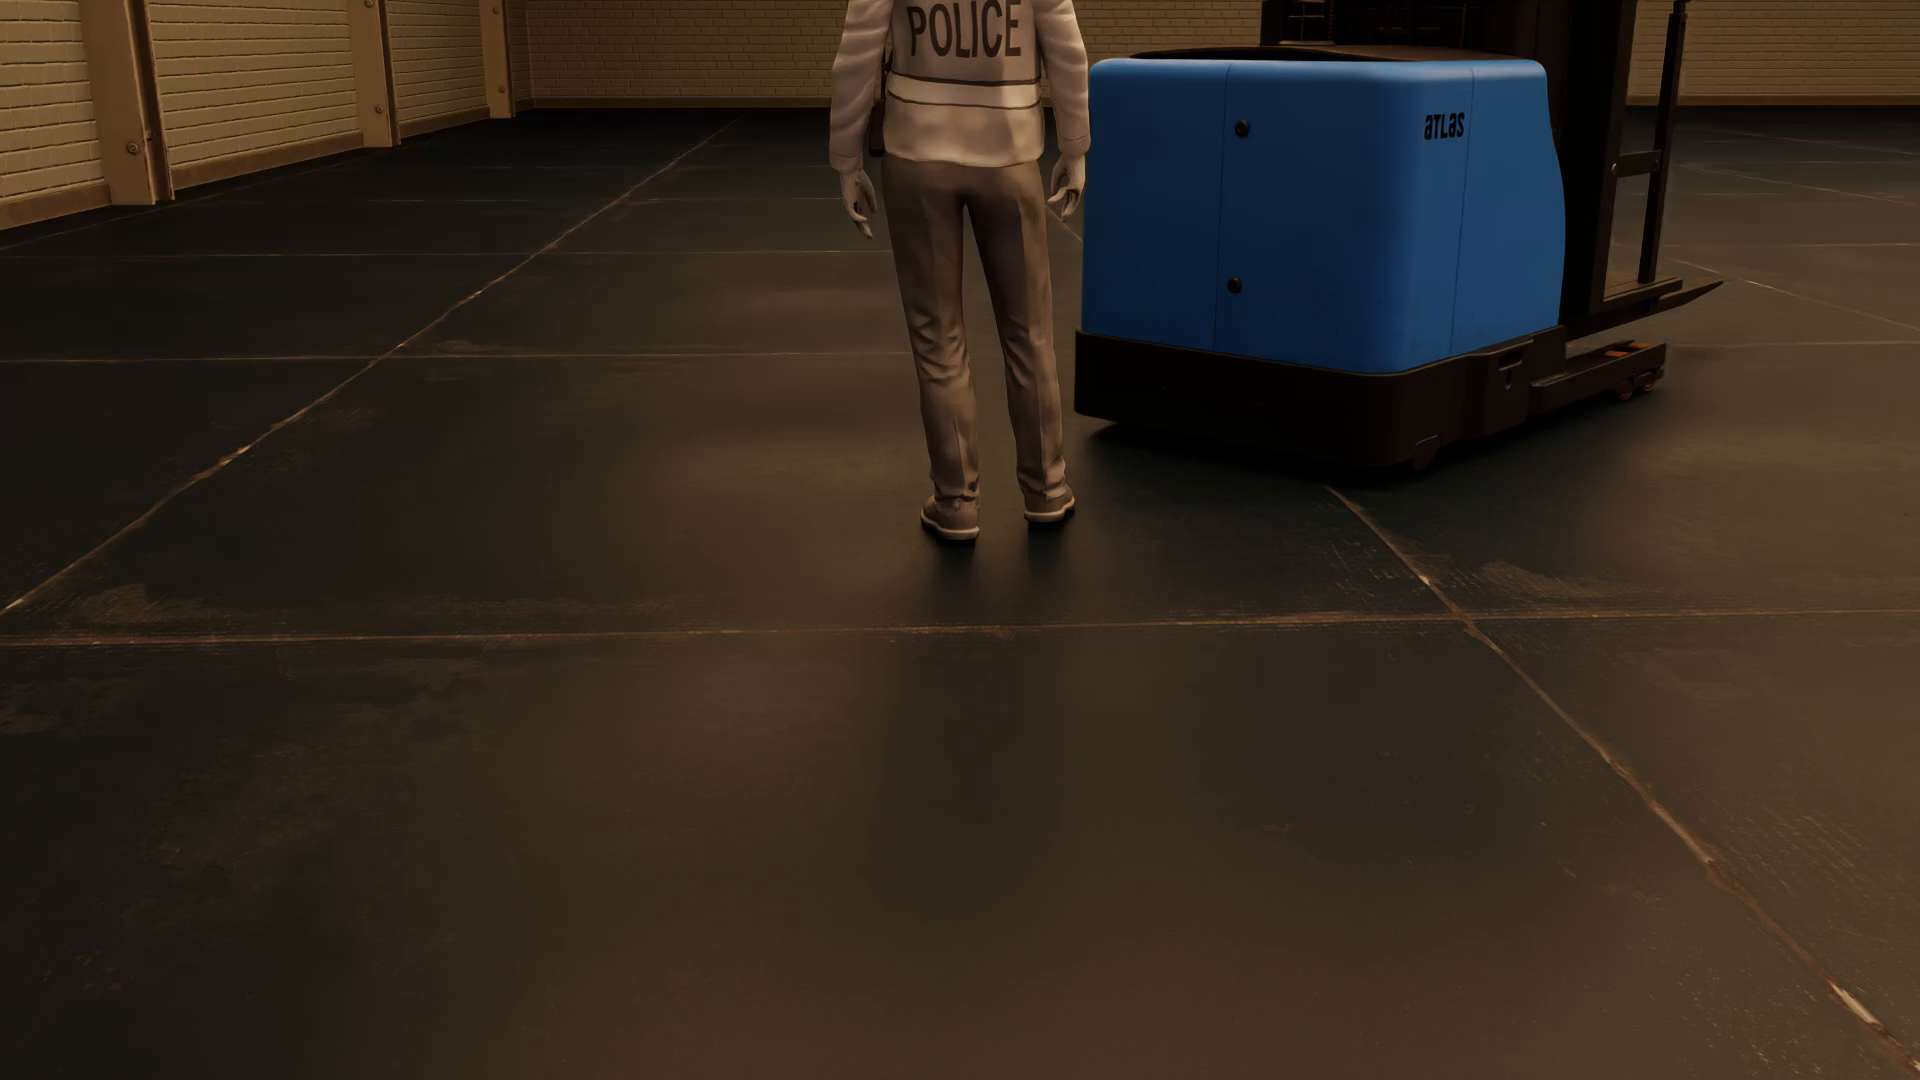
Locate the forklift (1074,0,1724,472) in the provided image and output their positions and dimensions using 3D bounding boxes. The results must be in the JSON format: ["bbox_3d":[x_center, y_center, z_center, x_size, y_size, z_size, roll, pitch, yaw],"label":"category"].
[{"bbox_3d":[1.701,-1.939,5.246,1.130,2.935,3.031,15,22,40],"label":"forklift"}]

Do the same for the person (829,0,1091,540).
[{"bbox_3d":[0.003,-0.837,3.733,0.588,1.697,0.534,-1,17,-3],"label":"person"}]
